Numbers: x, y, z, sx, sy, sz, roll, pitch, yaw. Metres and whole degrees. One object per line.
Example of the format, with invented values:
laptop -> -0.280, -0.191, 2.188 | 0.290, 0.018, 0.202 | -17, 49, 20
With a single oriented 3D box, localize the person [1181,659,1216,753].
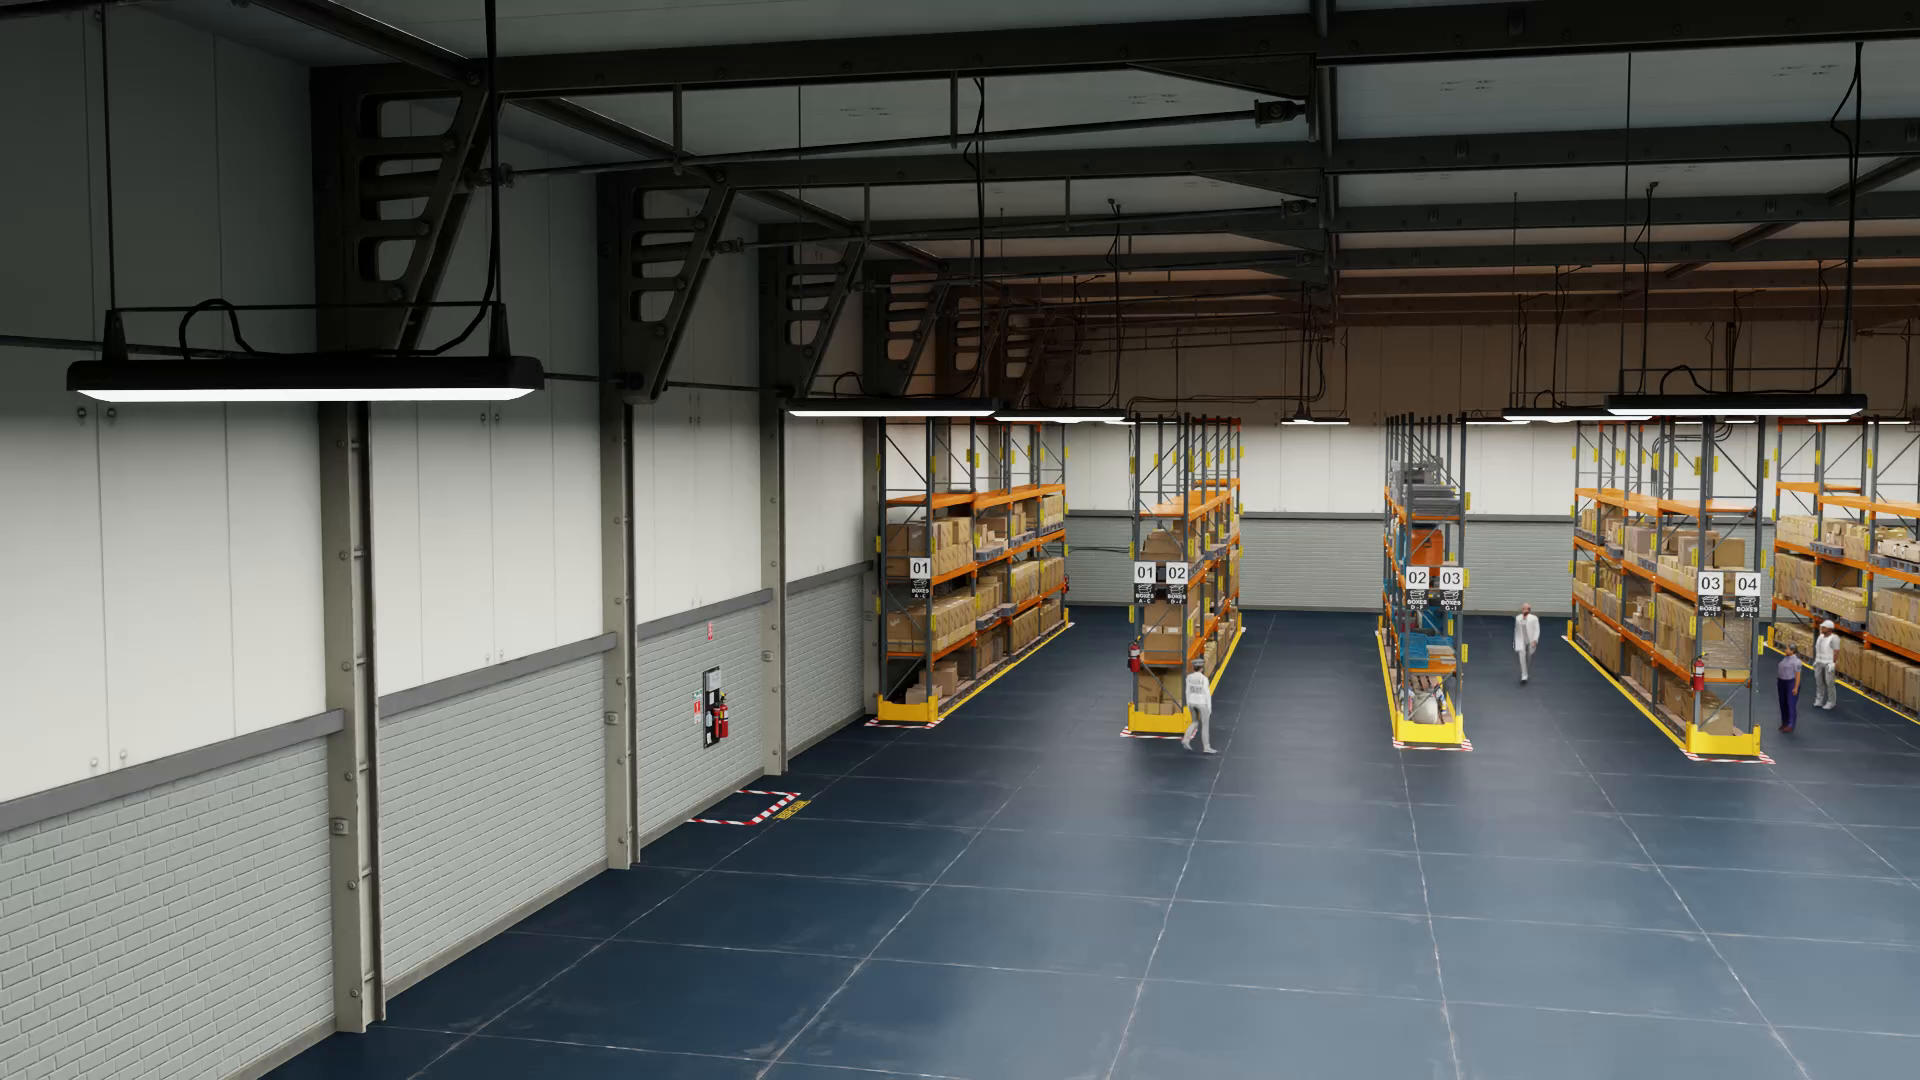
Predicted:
person -> 4.215, 2.923, 29.245 | 0.553, 1.678, 0.539 | -4, 5, -45

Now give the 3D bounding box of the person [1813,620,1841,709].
person -> 17.700, 2.539, 33.999 | 0.399, 1.802, 0.590 | -2, 4, -24

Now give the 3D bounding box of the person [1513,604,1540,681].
person -> 12.796, 2.304, 37.583 | 0.524, 1.727, 1.128 | 0, 4, 5

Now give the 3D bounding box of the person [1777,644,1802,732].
person -> 15.626, 2.784, 31.440 | 0.537, 1.628, 0.478 | -2, 4, -25
